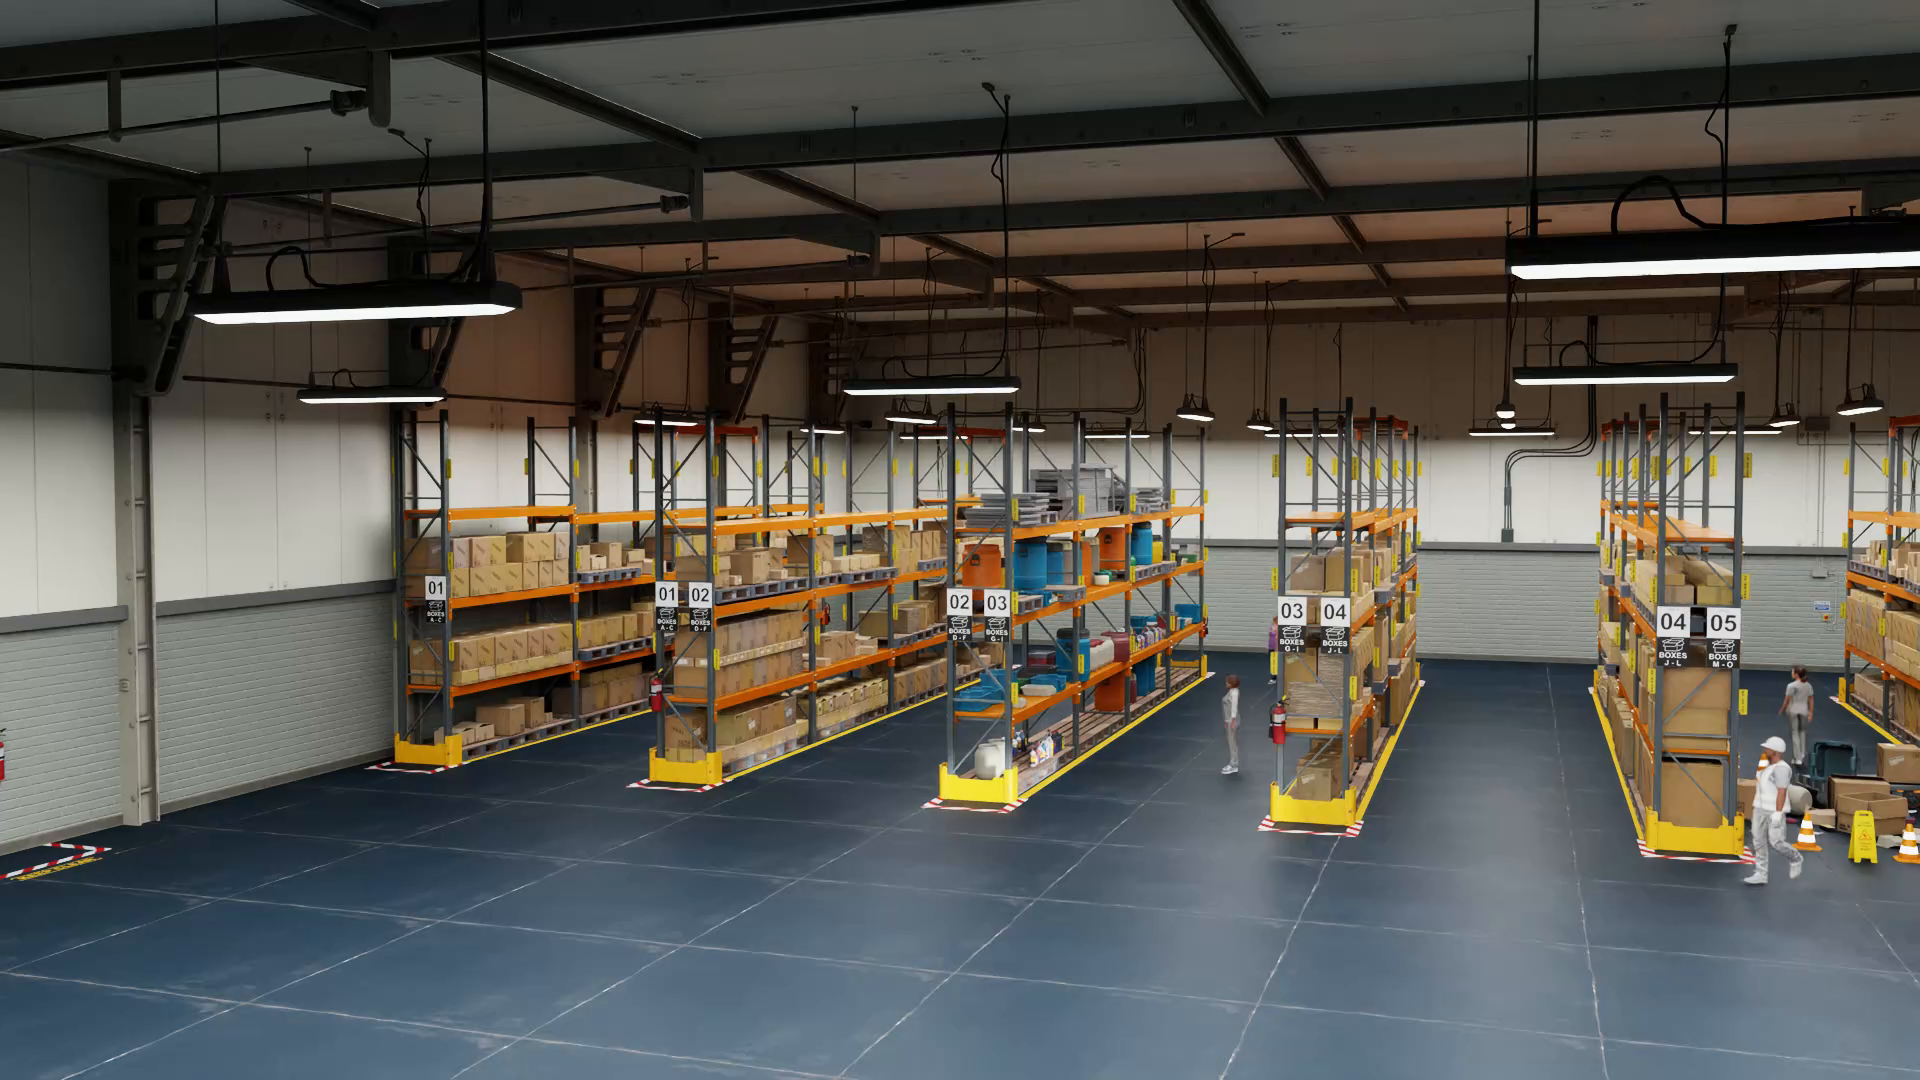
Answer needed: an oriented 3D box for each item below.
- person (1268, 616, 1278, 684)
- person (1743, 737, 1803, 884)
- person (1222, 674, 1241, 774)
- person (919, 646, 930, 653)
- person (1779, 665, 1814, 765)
[{"bbox_3d":[7.332,2.559,38.665,0.450,1.606,0.436,2,3,43],"label":"person"},{"bbox_3d":[9.790,3.246,19.954,0.666,1.778,0.505,-1,3,-25],"label":"person"},{"bbox_3d":[4.470,3.025,27.469,0.341,1.608,0.478,0,2,1],"label":"person"},{"bbox_3d":[-0.960,2.358,42.710,0.436,1.576,0.961,0,2,0],"label":"person"},{"bbox_3d":[14.128,2.957,28.068,0.509,1.693,0.676,1,3,13],"label":"person"}]
